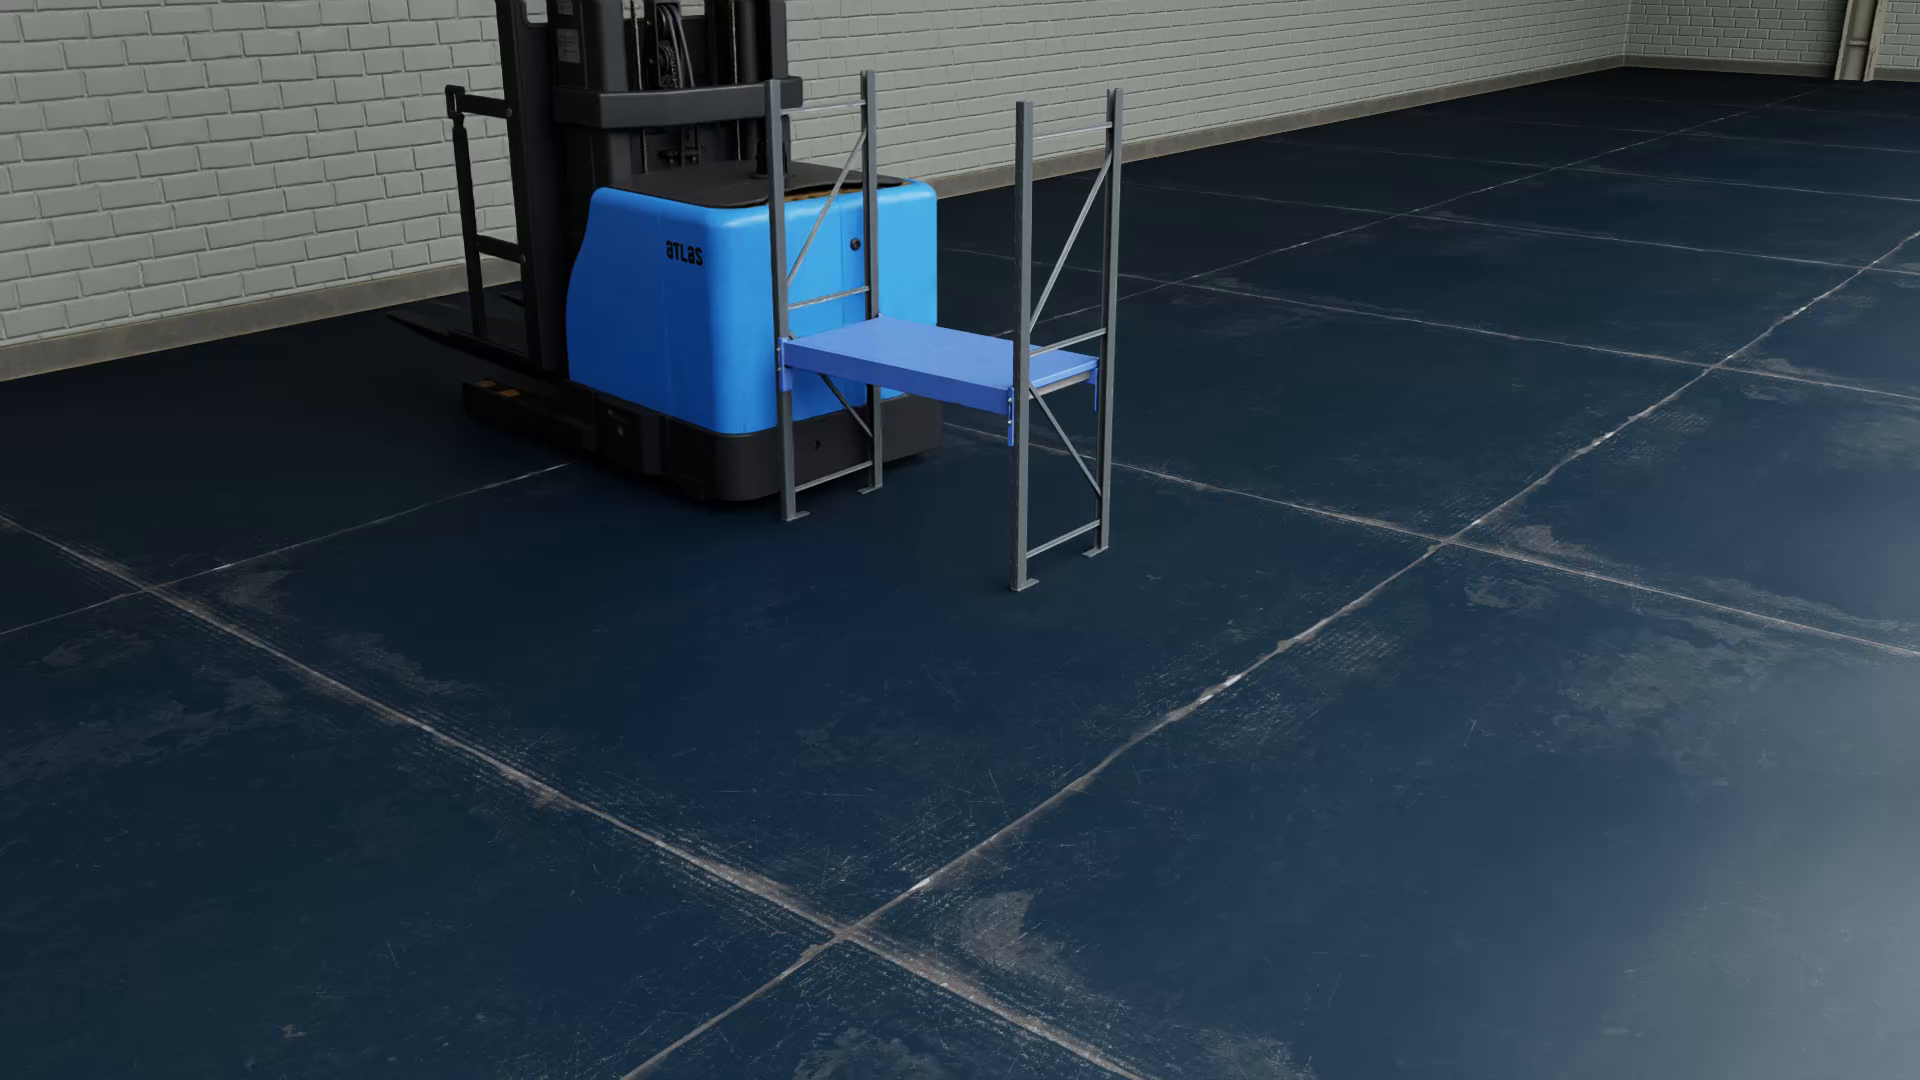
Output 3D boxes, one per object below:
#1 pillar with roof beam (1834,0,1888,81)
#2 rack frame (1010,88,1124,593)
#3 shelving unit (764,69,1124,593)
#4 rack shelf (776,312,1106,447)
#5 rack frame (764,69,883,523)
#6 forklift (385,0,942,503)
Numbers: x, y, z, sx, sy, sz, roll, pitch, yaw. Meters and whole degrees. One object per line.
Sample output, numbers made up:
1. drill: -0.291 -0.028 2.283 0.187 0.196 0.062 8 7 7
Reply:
1. pillar with roof beam: 8.739 -8.941 16.626 0.400 9.000 9.100 16 26 36
2. rack frame: 0.328 -0.607 5.151 0.032 1.500 0.500 16 26 36
3. shelving unit: -0.065 -0.720 5.453 1.048 1.500 0.538 16 26 36
4. rack shelf: -0.065 -0.552 5.516 1.000 0.185 0.538 16 26 36
5. rack frame: -0.458 -0.834 5.754 0.032 1.500 0.500 16 26 36
6. forklift: -1.449 -1.938 6.655 1.130 2.935 3.031 -19 27 -40
